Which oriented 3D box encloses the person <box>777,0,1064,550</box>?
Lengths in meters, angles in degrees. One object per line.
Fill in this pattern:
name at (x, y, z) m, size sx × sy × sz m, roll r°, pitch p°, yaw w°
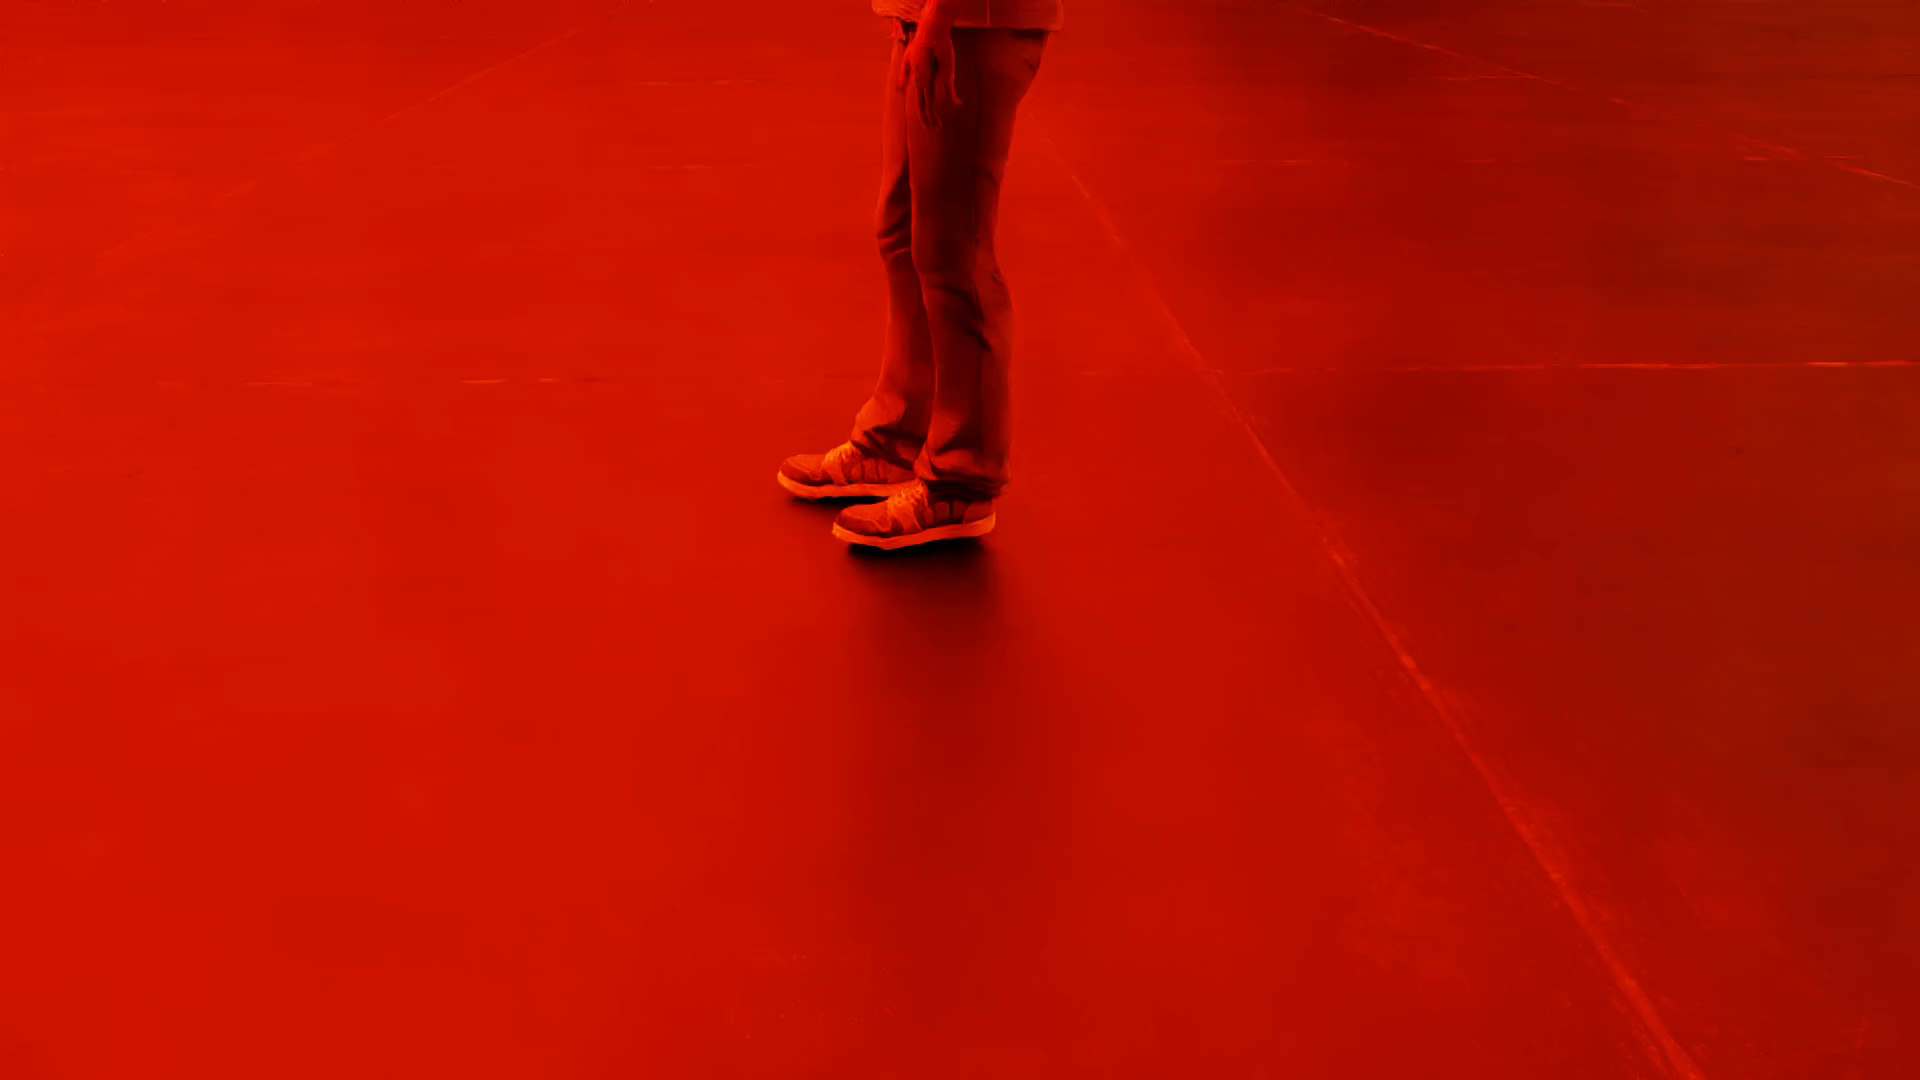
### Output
person at (-0.075, -0.754, 2.452) m, size 0.474 × 1.597 × 0.521 m, roll -1°, pitch 21°, yaw -3°
